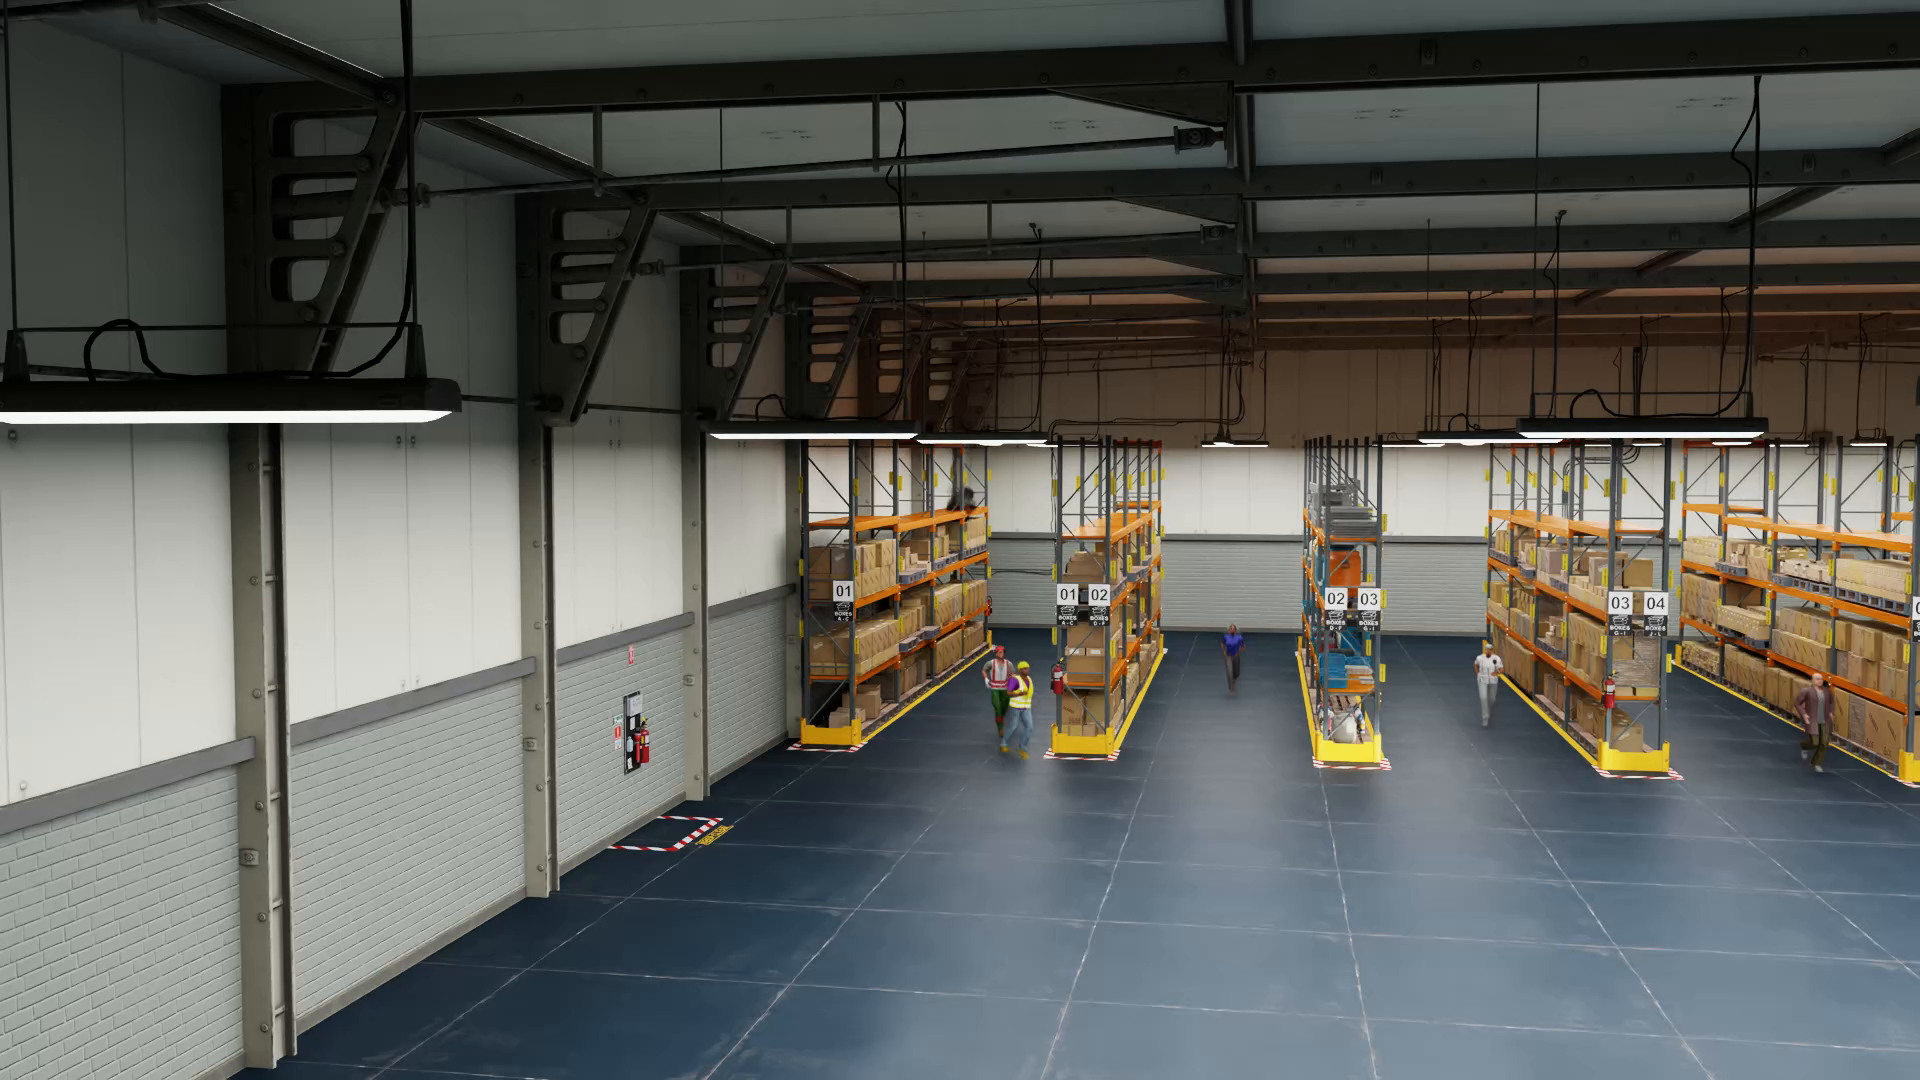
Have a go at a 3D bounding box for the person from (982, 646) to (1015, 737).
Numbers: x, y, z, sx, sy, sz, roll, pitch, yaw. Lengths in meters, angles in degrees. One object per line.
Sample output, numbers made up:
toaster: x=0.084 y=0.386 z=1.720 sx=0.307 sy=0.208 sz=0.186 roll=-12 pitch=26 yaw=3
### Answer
person: x=0.790 y=3.018 z=33.535 sx=0.665 sy=1.782 sz=0.962 roll=-1 pitch=3 yaw=-11

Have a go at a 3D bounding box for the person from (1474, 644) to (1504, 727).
person: x=11.102 y=3.020 z=34.883 sx=0.572 sy=1.697 sz=1.041 roll=0 pitch=3 yaw=7

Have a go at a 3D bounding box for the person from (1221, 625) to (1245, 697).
person: x=6.426 y=2.810 z=39.104 sx=0.547 sy=1.656 sz=1.072 roll=0 pitch=3 yaw=4

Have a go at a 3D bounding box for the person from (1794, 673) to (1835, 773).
person: x=15.348 y=3.280 z=29.837 sx=0.716 sy=1.710 sz=0.680 roll=0 pitch=3 yaw=1

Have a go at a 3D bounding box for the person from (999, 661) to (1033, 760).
person: x=1.121 y=3.172 z=31.053 sx=0.696 sy=1.829 sz=0.745 roll=-2 pitch=4 yaw=-36
